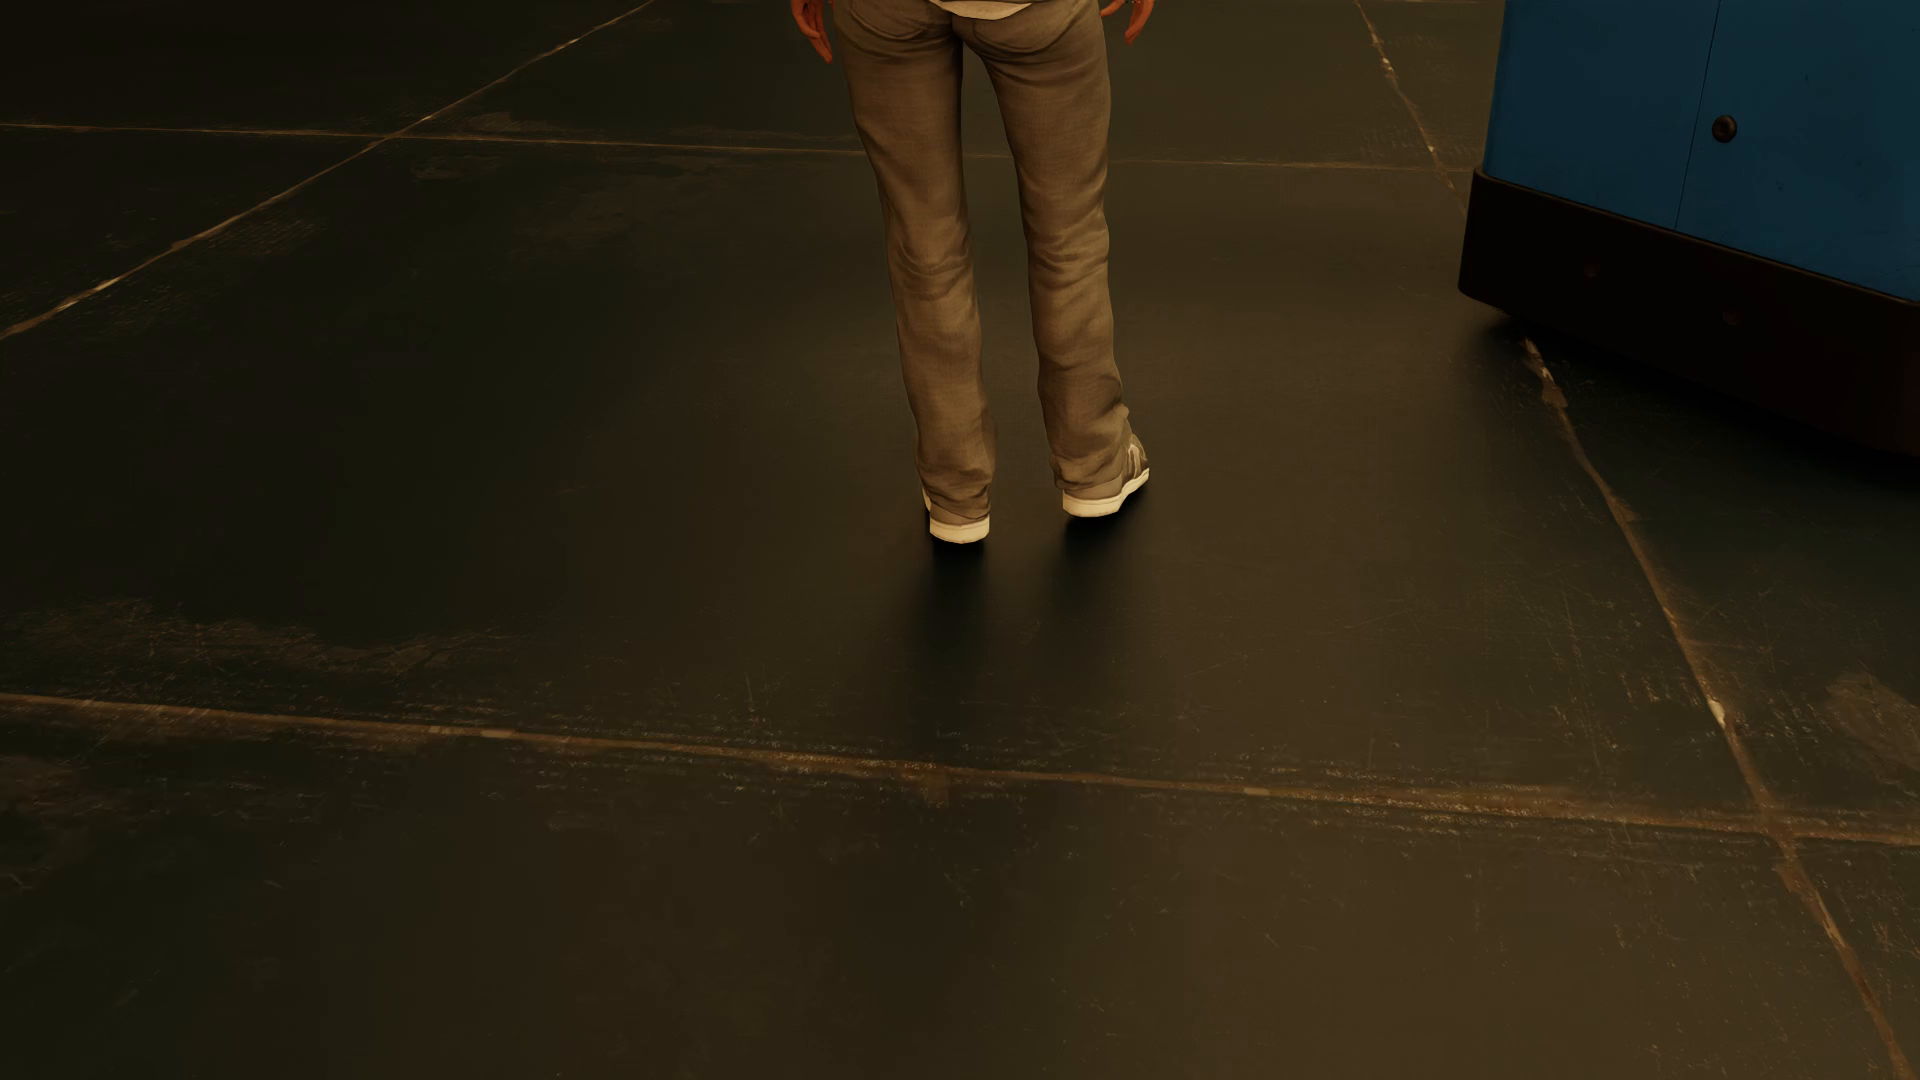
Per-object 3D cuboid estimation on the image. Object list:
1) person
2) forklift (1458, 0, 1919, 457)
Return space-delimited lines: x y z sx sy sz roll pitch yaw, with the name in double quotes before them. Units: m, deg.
"person" 0.024 -0.747 2.208 0.520 1.585 0.473 3 27 7
"forklift" 2.543 -1.893 3.011 3.031 2.935 1.130 -14 30 -26
